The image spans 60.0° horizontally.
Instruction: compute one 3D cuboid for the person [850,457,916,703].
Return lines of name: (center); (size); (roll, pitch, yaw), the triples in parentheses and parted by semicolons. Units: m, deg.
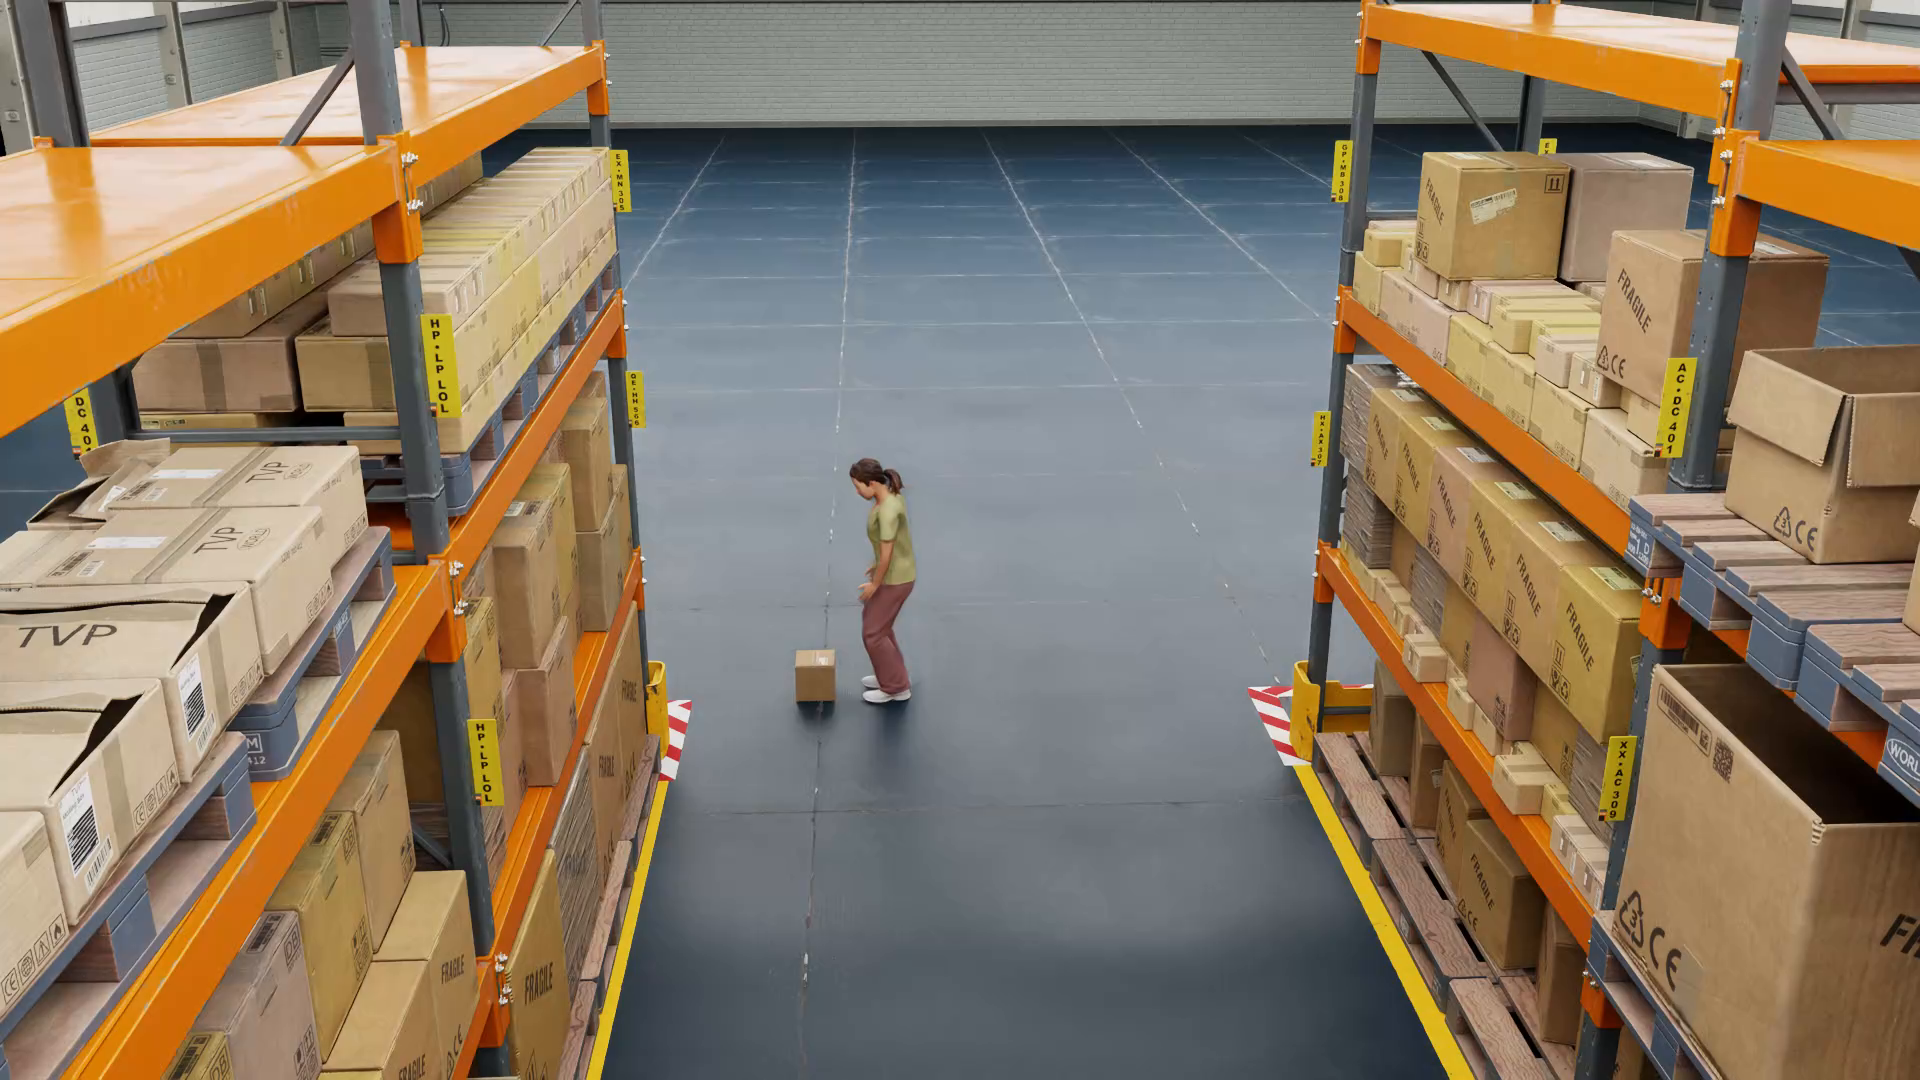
person: (-0.479, 0.247, 10.517); (0.406, 1.617, 0.474); (-1, 20, -2)
